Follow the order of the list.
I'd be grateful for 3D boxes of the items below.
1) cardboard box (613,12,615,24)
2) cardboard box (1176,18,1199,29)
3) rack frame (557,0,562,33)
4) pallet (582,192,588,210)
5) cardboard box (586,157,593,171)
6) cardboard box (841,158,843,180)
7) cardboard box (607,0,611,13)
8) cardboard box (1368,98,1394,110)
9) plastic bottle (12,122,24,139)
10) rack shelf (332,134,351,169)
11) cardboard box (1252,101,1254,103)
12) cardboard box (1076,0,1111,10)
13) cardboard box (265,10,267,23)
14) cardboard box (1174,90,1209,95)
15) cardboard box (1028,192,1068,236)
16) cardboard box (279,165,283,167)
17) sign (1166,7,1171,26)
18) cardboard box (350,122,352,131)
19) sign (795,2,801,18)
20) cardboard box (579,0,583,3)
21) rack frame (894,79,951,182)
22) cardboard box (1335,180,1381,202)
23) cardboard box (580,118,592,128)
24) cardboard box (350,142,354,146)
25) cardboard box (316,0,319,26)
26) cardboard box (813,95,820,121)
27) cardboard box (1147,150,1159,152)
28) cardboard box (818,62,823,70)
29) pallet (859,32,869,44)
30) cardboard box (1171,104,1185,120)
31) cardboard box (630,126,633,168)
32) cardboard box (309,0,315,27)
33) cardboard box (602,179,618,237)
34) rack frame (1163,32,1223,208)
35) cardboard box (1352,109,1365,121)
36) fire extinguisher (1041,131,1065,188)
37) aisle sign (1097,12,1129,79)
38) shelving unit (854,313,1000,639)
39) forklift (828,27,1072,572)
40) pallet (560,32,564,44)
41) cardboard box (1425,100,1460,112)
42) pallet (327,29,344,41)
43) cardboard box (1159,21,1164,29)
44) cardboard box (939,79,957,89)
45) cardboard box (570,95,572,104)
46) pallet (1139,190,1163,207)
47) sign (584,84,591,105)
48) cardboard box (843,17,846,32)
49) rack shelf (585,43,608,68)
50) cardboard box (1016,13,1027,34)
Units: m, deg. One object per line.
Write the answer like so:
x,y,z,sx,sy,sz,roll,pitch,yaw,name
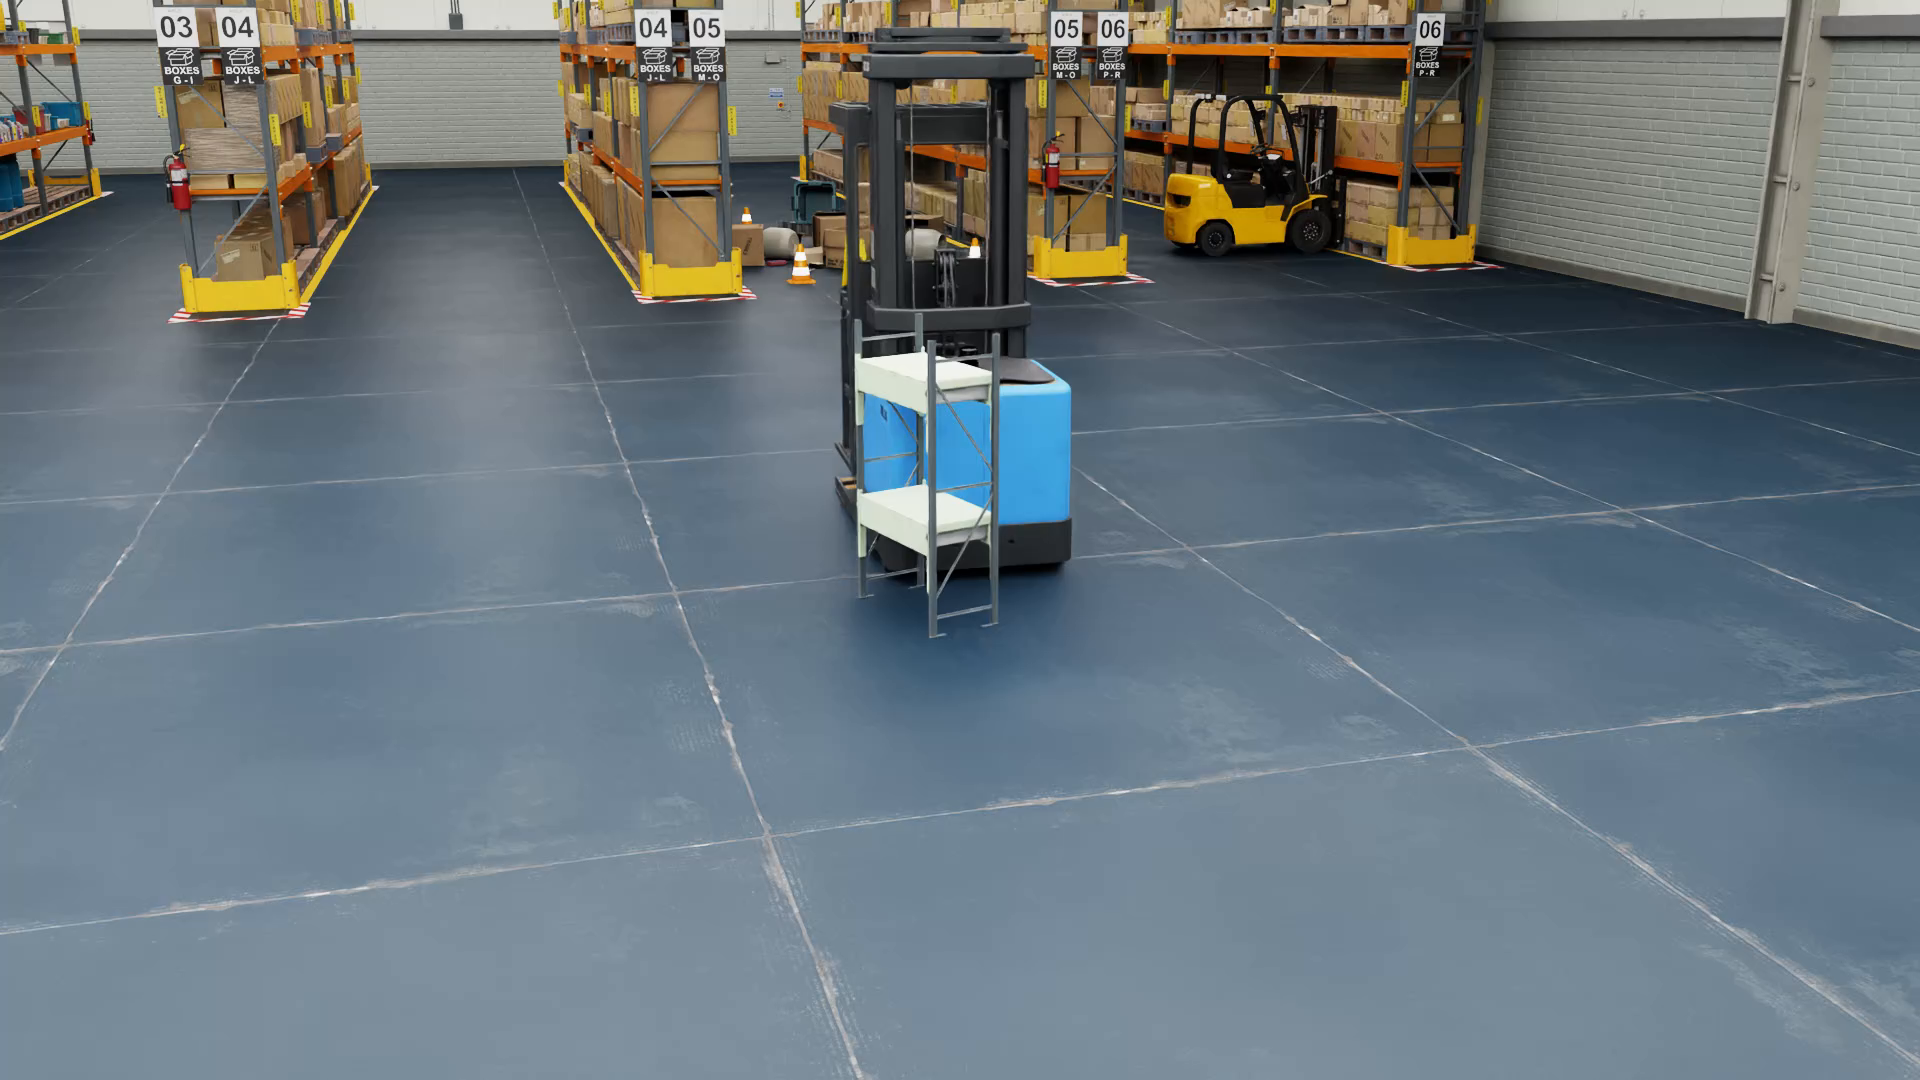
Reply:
-4.155,-6.561,20.899,0.380,0.149,0.250,-5,17,-15,cardboard box
3.928,-8.848,28.482,0.380,0.166,0.250,-5,17,-15,cardboard box
-7.578,-11.668,33.154,1.000,3.000,0.127,-5,17,-15,rack frame
-6.263,-6.138,30.018,1.003,0.211,1.213,-5,17,-15,pallet
-6.093,-6.394,28.336,0.500,0.250,0.500,-4,17,-14,cardboard box
-1.816,-7.264,32.644,0.875,0.438,0.875,-5,17,-16,cardboard box
-4.275,-6.935,21.451,0.500,0.250,0.500,-5,17,-16,cardboard box
5.829,-5.976,22.814,0.380,0.149,0.250,-5,17,-15,cardboard box
-15.618,-6.790,27.557,0.152,0.276,0.135,-5,17,-15,plastic bottle
-10.726,-6.426,27.383,1.077,0.370,4.000,-5,17,-15,rack shelf
4.811,-6.866,26.293,0.380,0.149,0.250,-5,17,-15,cardboard box
1.649,-6.601,20.550,0.380,0.149,0.250,-5,17,-16,cardboard box
-8.003,-5.875,18.652,0.380,0.149,0.250,-4,17,-13,cardboard box
4.133,-7.798,29.796,0.500,0.500,0.500,-4,17,-13,cardboard box
1.080,-4.233,21.575,0.500,0.500,0.500,-5,17,-15,cardboard box
-8.176,-4.327,19.581,0.380,0.149,0.250,-5,17,-15,cardboard box
3.602,-9.037,28.709,0.100,0.325,0.005,-5,17,-15,sign
-11.182,-7.457,30.001,0.380,0.149,0.250,-4,17,-13,cardboard box
-3.381,-11.065,34.703,0.100,0.325,0.005,-5,17,-15,sign
-6.113,-8.879,27.577,0.396,0.266,0.258,-5,17,-15,cardboard box
-0.648,-7.001,28.046,1.000,3.000,0.127,-5,17,-15,rack frame
5.602,-4.927,23.453,0.500,0.250,0.500,-4,17,-15,cardboard box
-5.957,-6.763,26.959,0.380,0.149,0.250,-4,17,-14,cardboard box
-11.380,-6.697,29.995,0.875,0.875,0.875,-5,17,-15,cardboard box
-10.758,-8.468,26.806,0.797,0.503,0.637,-5,17,-16,cardboard box
-2.702,-8.827,33.949,0.500,0.500,0.500,-5,17,-16,cardboard box
3.800,-7.382,31.801,0.380,0.149,0.250,-4,17,-14,cardboard box
-2.629,-9.499,33.322,0.380,0.149,0.250,-5,17,-17,cardboard box
-1.186,-8.830,29.249,1.003,0.211,1.213,-4,17,-13,pallet
3.987,-7.418,28.826,0.500,0.250,0.500,-5,17,-15,cardboard box
-3.717,-4.999,21.118,0.875,0.550,0.500,-5,17,-15,cardboard box
-9.653,-7.688,24.077,0.500,0.500,0.500,-5,17,-15,cardboard box
-4.537,-4.764,23.778,1.050,0.750,0.750,-5,17,-16,cardboard box
4.124,-7.395,29.356,1.000,3.000,0.127,-5,17,-15,rack frame
5.671,-5.899,23.074,0.380,0.149,0.250,-5,18,-17,cardboard box
1.139,-4.683,20.463,0.296,0.674,0.183,-5,17,-15,fire extinguisher
1.866,-6.041,20.329,0.394,0.787,0.004,-5,17,-15,aisle sign
-0.174,-0.345,8.492,0.431,1.500,0.755,-10,19,-30,shelving unit
-0.190,-1.608,10.210,1.130,2.935,3.031,-4,17,-12,forklift
-6.411,-8.856,29.332,1.213,0.211,1.003,-5,17,-15,pallet
6.436,-5.793,22.204,0.380,0.149,0.250,-5,17,-16,cardboard box
-11.490,-8.945,29.458,1.003,0.211,1.213,-5,17,-15,pallet
3.743,-9.103,29.395,0.380,0.149,0.250,-5,17,-17,cardboard box
-0.094,-6.896,25.148,0.380,0.149,0.250,-5,17,-17,cardboard box
-6.596,-7.692,29.017,0.380,0.149,0.250,-5,17,-16,cardboard box
3.955,-6.269,30.454,1.003,0.211,1.213,-5,17,-15,pallet
-5.898,-7.053,26.343,0.100,0.325,0.005,-5,17,-15,sign
-1.946,-9.515,30.704,0.396,0.266,0.258,-5,17,-16,cardboard box
-4.830,-7.121,24.480,1.077,0.370,4.000,-5,17,-15,rack shelf
1.027,-6.556,21.094,0.500,0.250,0.500,-5,17,-16,cardboard box
